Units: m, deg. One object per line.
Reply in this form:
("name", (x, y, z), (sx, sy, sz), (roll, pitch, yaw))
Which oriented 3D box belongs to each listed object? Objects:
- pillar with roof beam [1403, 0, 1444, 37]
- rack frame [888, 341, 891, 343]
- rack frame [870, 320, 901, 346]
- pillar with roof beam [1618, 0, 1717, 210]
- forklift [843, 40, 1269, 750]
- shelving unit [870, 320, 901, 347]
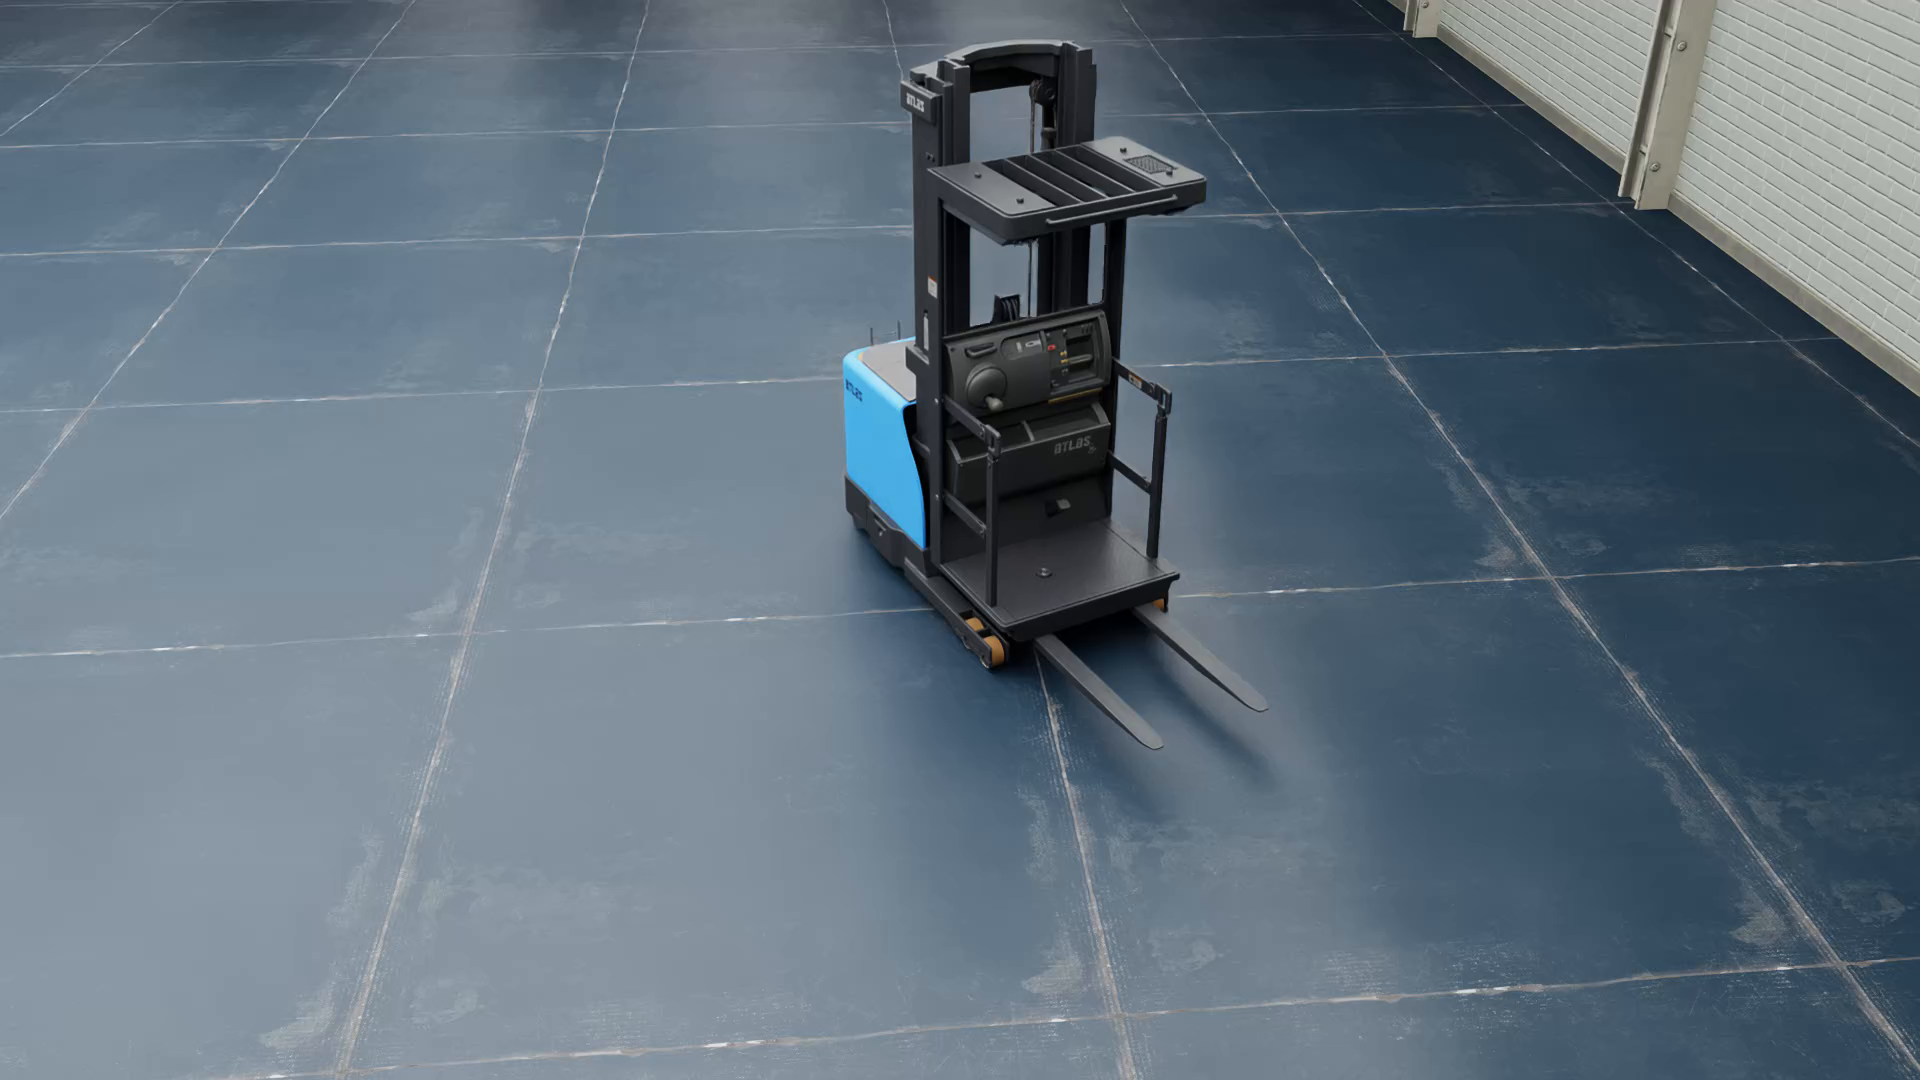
("pillar with roof beam", (1.236, -9.732, 17.267), (9.100, 9.000, 0.400), (-3, 31, -5))
("rack frame", (-0.326, -0.720, 9.932), (0.200, 1.050, 0.008), (-16, 34, -24))
("rack frame", (-0.443, -0.830, 10.116), (0.200, 1.050, 0.008), (-16, 34, -24))
("pillar with roof beam", (1.797, -6.668, 12.139), (9.100, 9.000, 0.400), (-3, 31, -5))
("forklift", (0.466, -0.860, 8.332), (1.130, 2.935, 3.031), (-16, 34, -24))
("shelving unit", (-0.385, -0.775, 10.024), (0.215, 1.050, 0.252), (-16, 34, -24))
